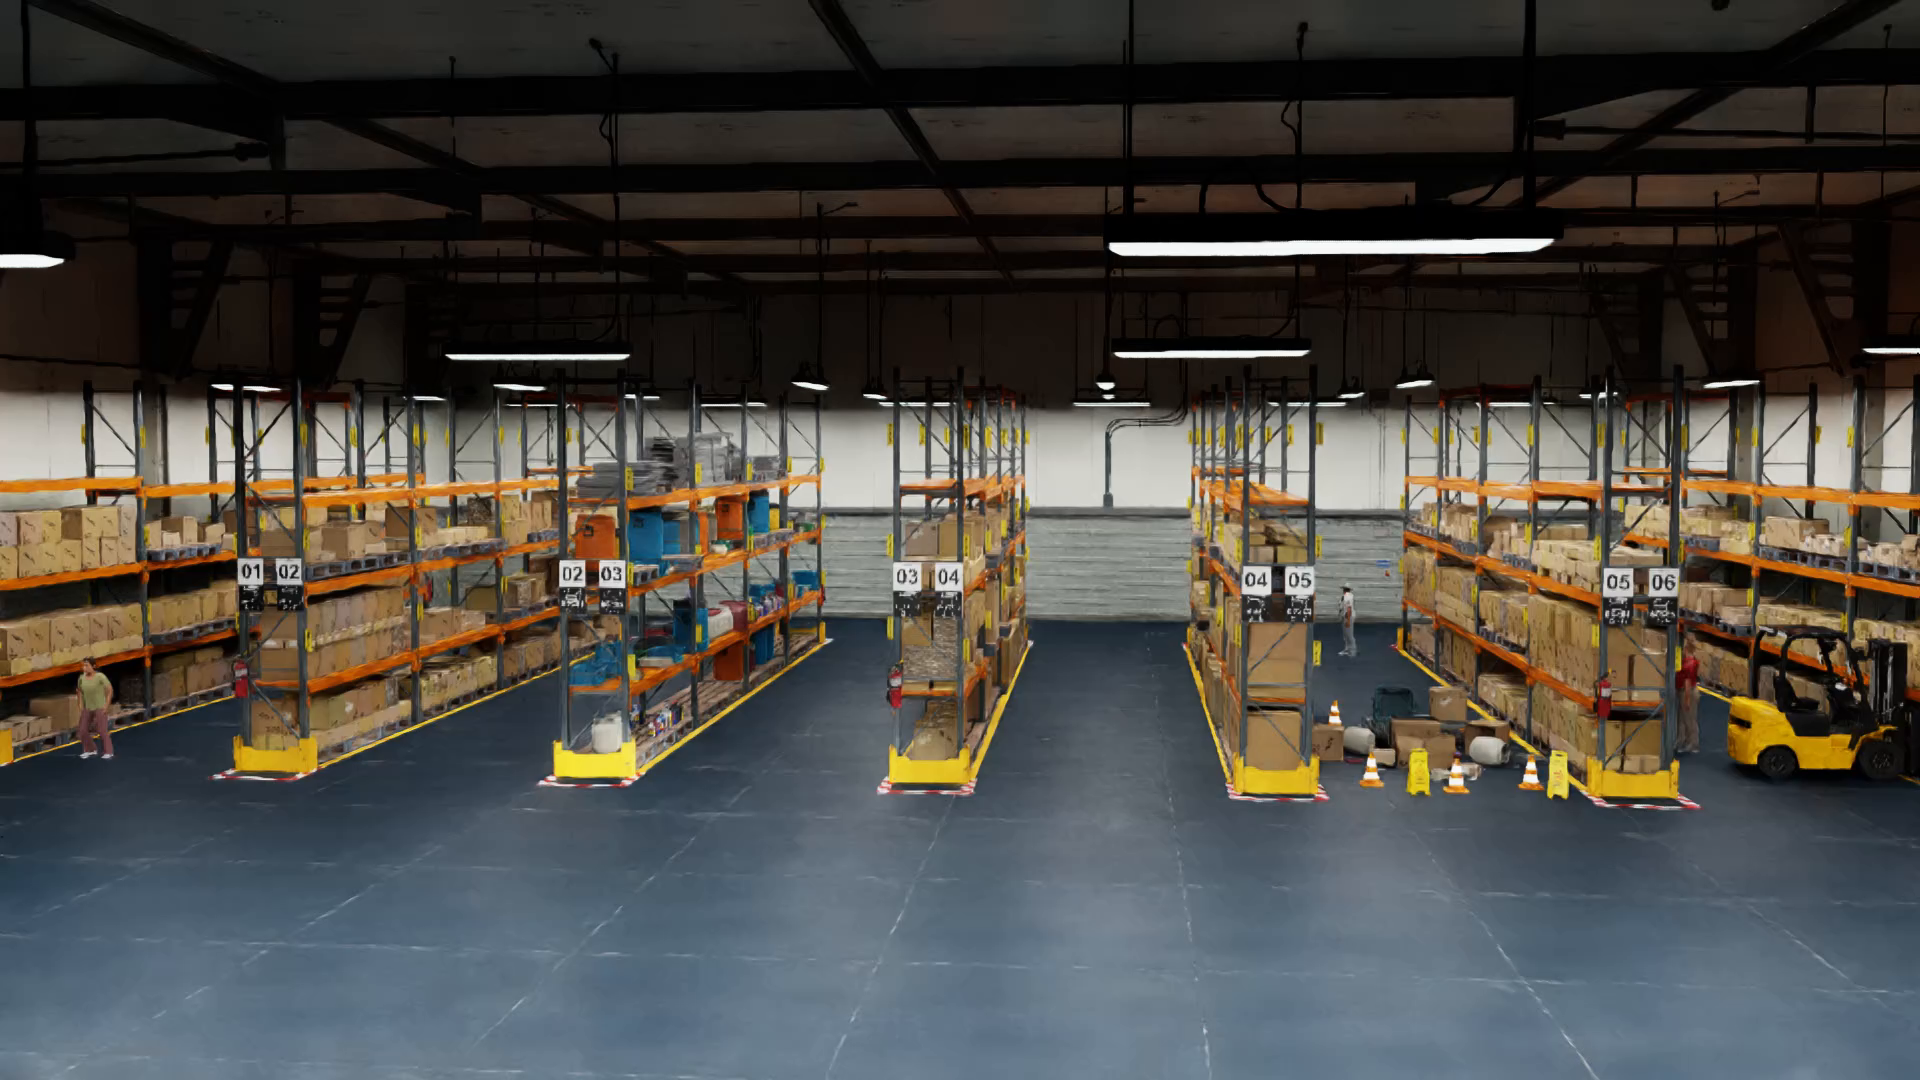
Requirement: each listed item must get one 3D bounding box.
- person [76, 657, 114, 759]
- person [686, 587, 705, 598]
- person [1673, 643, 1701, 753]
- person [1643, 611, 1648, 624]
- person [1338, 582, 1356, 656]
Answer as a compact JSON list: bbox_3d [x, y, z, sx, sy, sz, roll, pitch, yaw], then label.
[{"bbox_3d":[-13.398,2.600,25.757,0.598,1.619,0.507,0,4,4],"label":"person"},{"bbox_3d":[-6.453,1.688,40.524,0.479,1.567,1.090,0,4,7],"label":"person"},{"bbox_3d":[11.498,2.490,26.420,0.543,1.727,0.631,2,4,31],"label":"person"},{"bbox_3d":[16.752,1.706,40.004,0.492,1.645,0.683,-2,4,-25],"label":"person"},{"bbox_3d":[8.850,1.804,37.992,0.409,1.662,0.608,1,4,9],"label":"person"}]
